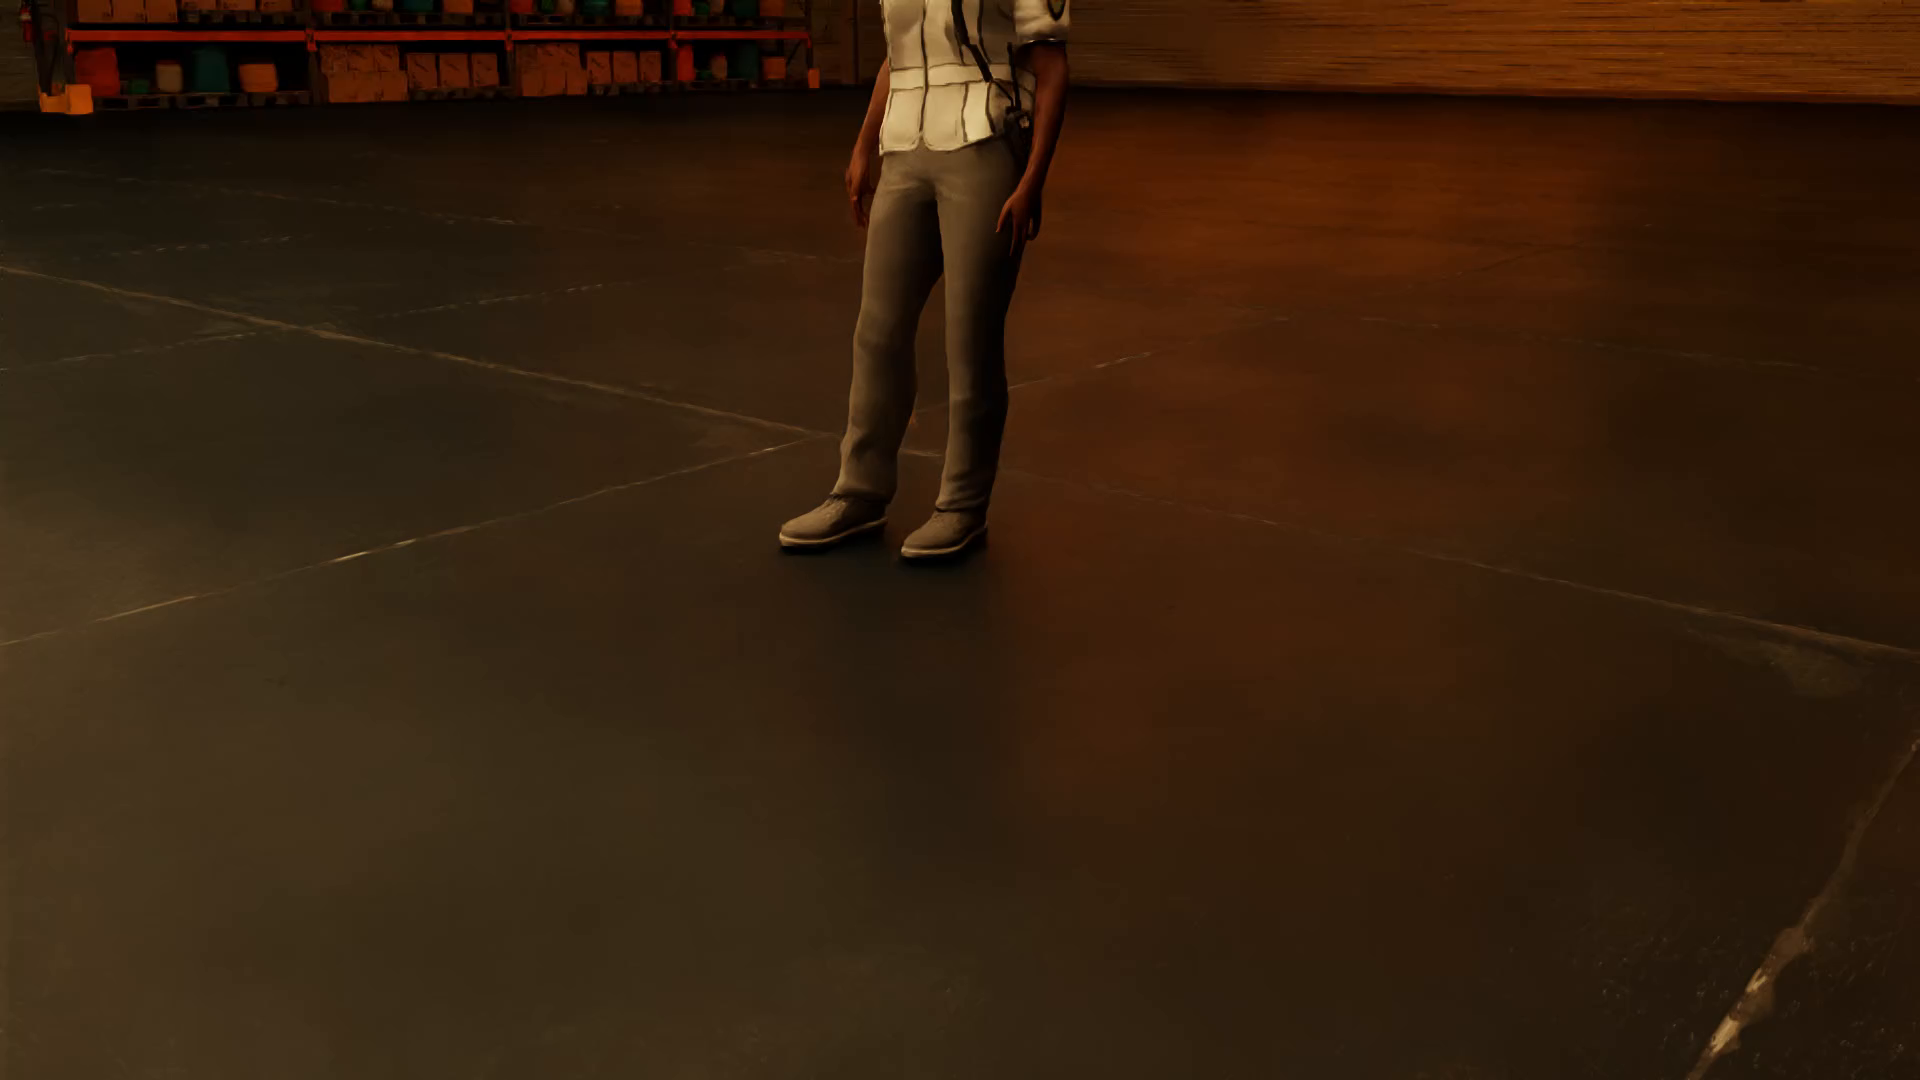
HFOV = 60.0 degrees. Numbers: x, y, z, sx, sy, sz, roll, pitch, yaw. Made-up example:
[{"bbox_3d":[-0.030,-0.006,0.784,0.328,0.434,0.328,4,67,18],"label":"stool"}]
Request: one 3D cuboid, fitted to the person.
[{"bbox_3d":[-0.063,-0.805,3.650,0.570,1.695,0.529,13,21,37],"label":"person"}]
